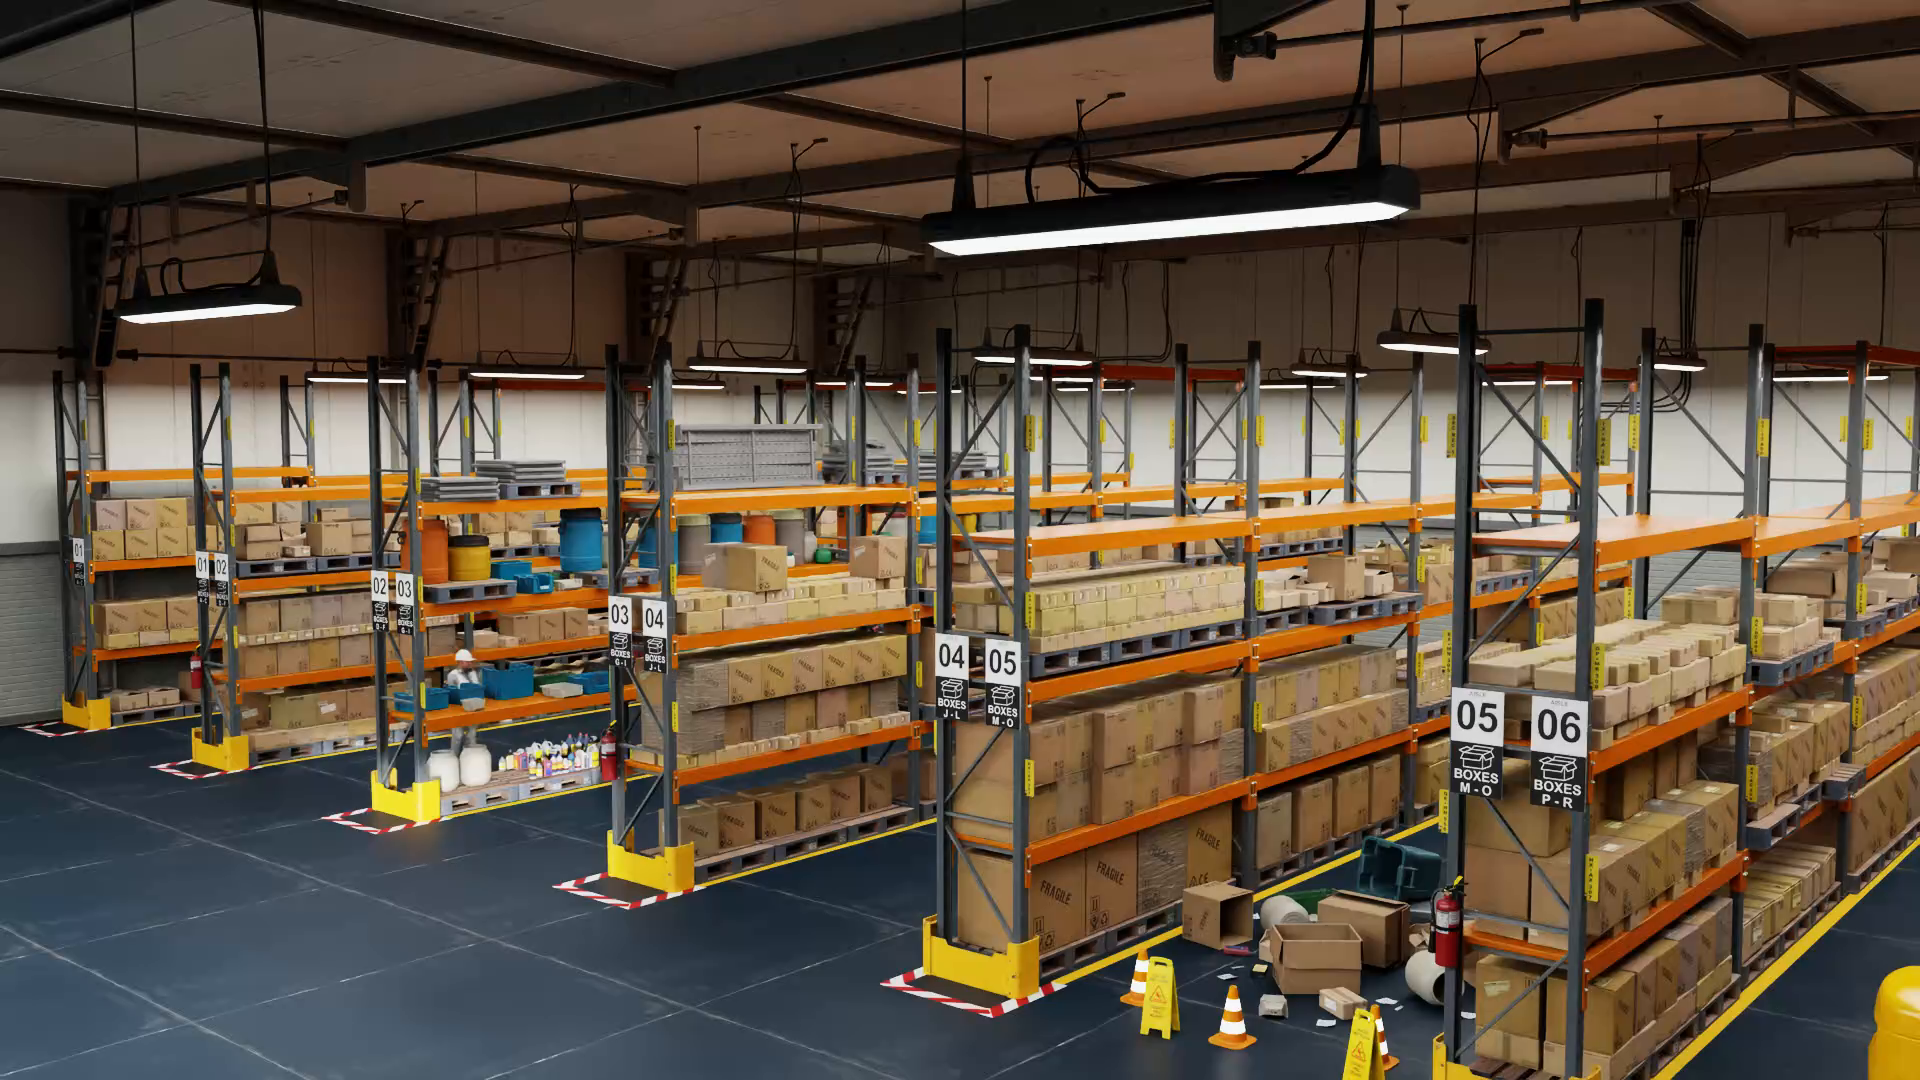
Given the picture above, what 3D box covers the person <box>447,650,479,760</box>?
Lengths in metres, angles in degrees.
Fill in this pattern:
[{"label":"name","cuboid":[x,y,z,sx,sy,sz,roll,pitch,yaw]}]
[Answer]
[{"label":"person","cuboid":[-7.301,2.504,24.503,0.409,1.790,0.557,3,5,39]}]
